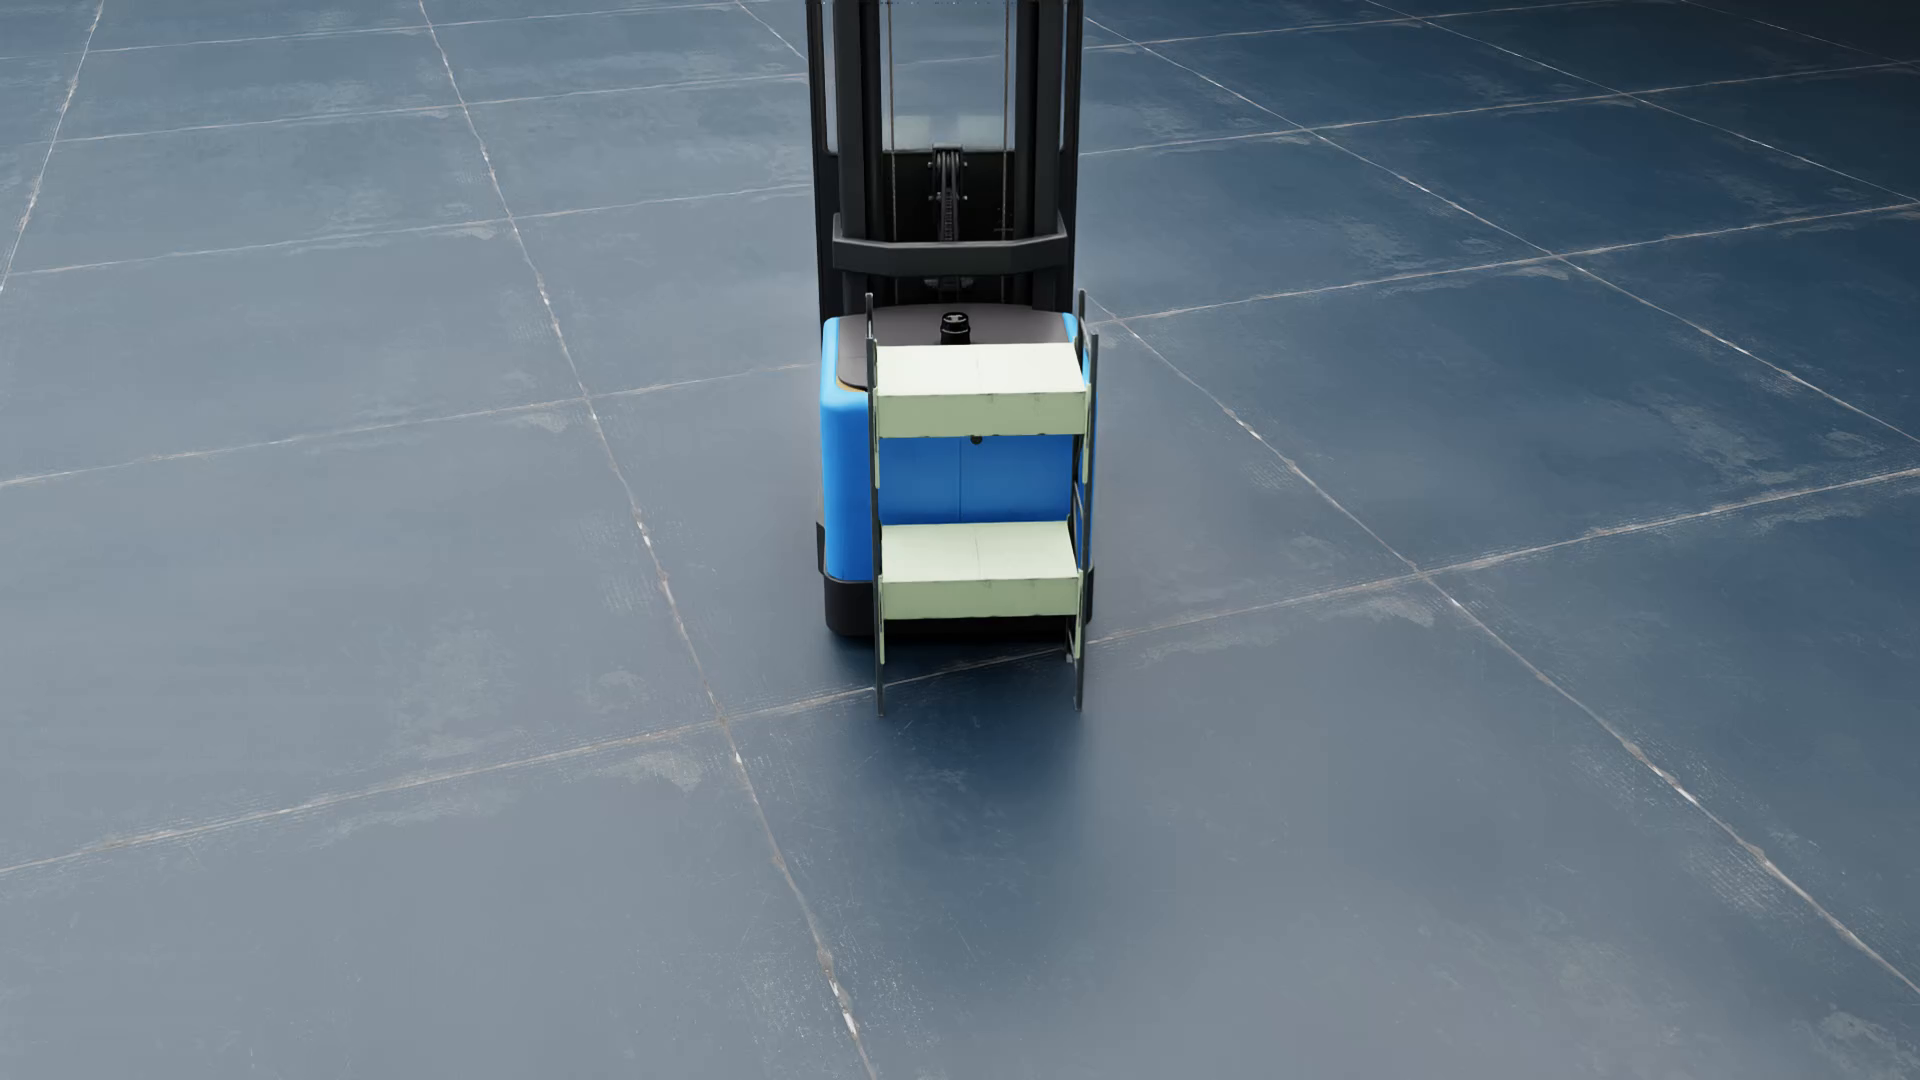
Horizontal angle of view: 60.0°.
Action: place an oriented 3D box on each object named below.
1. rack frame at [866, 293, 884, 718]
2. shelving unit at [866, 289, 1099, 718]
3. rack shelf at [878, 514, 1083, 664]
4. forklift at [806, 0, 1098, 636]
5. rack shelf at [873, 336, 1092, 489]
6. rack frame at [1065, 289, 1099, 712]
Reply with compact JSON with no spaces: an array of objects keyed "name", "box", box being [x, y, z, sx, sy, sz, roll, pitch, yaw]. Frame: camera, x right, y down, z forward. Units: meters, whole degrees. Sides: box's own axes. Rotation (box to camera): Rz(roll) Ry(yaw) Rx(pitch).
[{"name":"rack frame","box":[-0.302,-0.098,5.905,0.023,1.500,0.400,-1,30,-2]},{"name":"shelving unit","box":[0.064,-0.107,5.921,0.755,1.500,0.431,-1,30,-2]},{"name":"rack shelf","box":[0.064,0.176,6.083,0.720,0.370,0.431,-1,30,-2]},{"name":"forklift","box":[-0.073,-1.598,7.094,1.130,2.935,3.031,-1,30,-2]},{"name":"rack shelf","box":[0.064,-0.445,5.726,0.720,0.370,0.431,-1,30,-2]},{"name":"rack frame","box":[0.429,-0.116,5.936,0.023,1.500,0.400,-1,30,-2]}]
